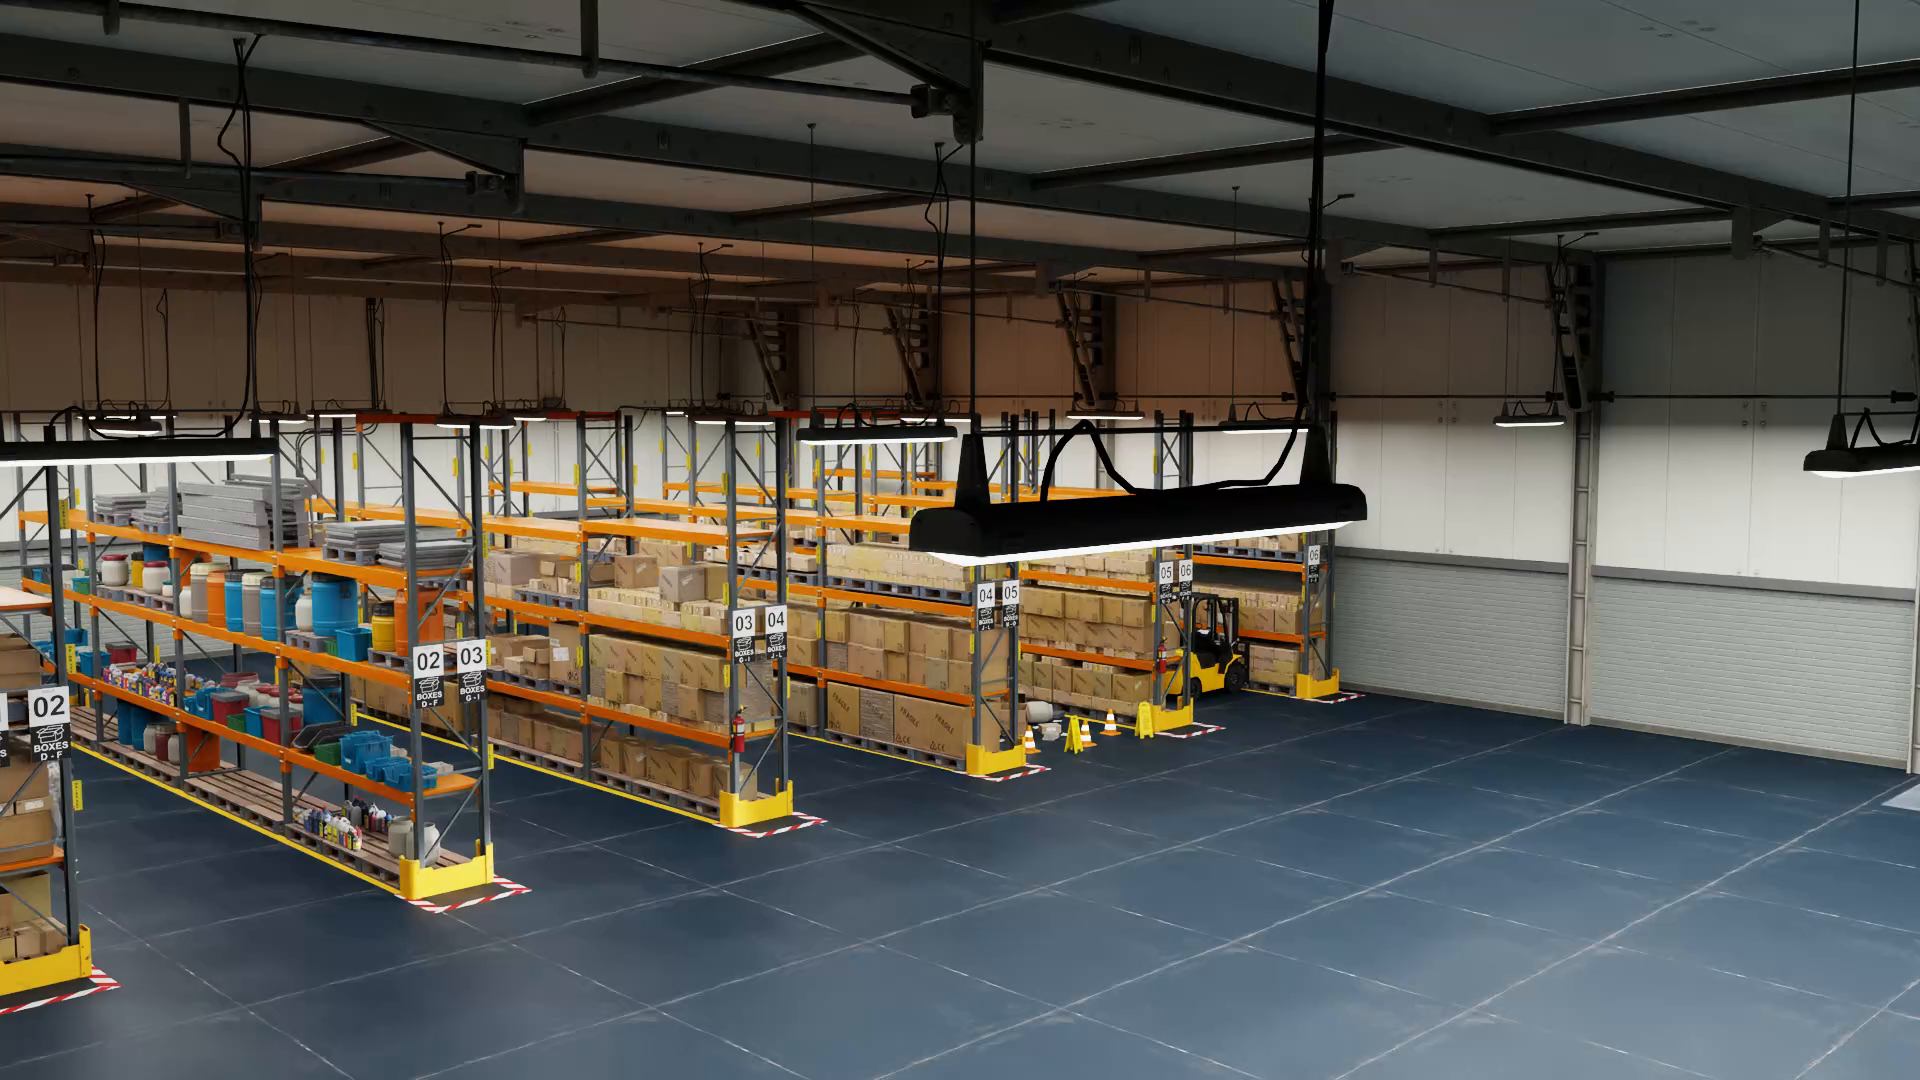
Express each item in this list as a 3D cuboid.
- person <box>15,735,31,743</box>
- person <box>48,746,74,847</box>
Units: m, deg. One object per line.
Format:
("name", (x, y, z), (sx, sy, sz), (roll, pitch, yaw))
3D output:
("person", (-14.383, 3.364, 25.552), (0.808, 1.505, 0.546), (2, 5, 25))
("person", (-12.485, 3.573, 22.827), (0.779, 1.555, 0.646), (1, 5, 7))
